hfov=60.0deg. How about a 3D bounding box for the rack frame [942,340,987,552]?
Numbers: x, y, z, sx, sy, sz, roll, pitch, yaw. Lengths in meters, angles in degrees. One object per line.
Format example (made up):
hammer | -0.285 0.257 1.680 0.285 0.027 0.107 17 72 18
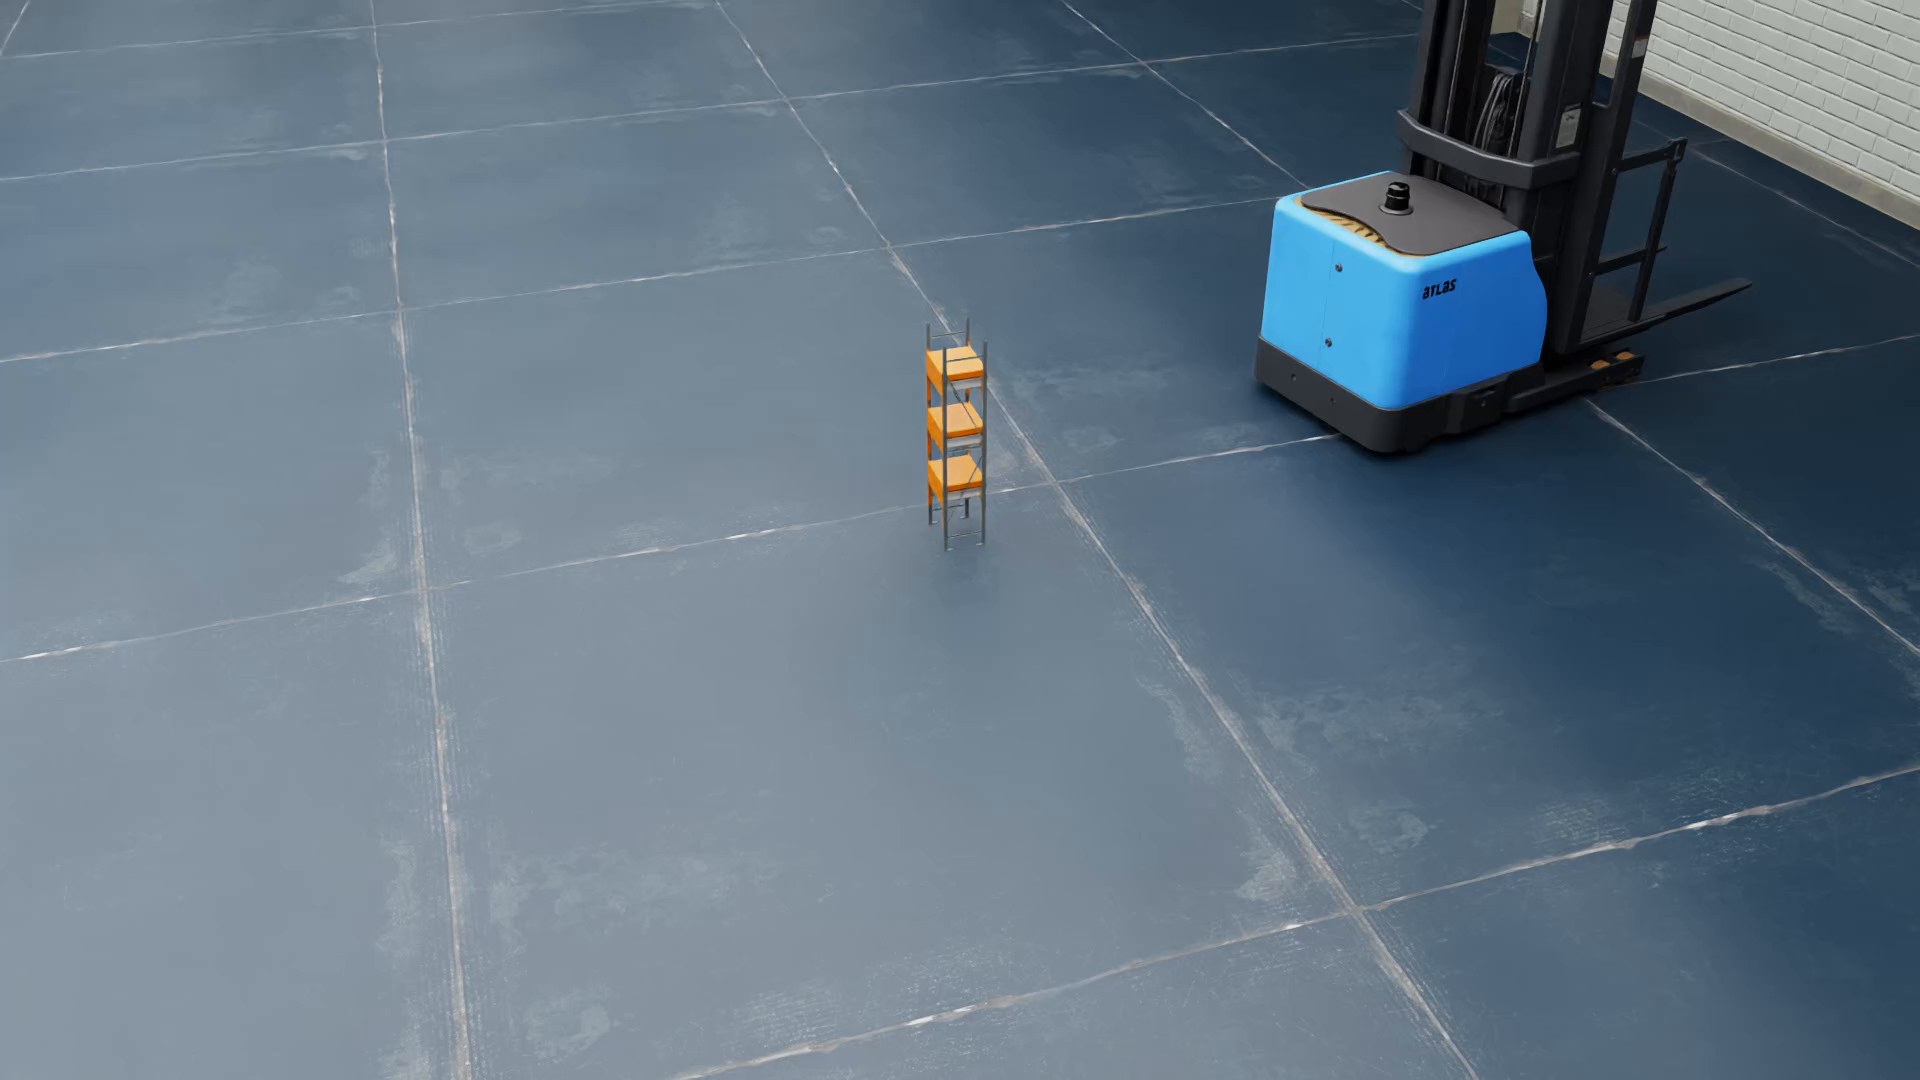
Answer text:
rack frame | 0.021 -0.402 7.406 0.200 1.050 0.008 -10 35 -15

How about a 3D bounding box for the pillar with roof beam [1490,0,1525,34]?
pillar with roof beam | 0.555 -7.527 10.979 9.100 9.000 0.400 -10 35 -15

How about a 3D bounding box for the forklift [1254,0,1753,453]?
forklift | 3.113 -2.253 8.501 3.031 2.935 1.130 -18 38 -25

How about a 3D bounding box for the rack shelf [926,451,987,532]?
rack shelf | -0.016 -0.225 7.662 0.215 0.259 0.240 -10 35 -15

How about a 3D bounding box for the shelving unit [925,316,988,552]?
shelving unit | -0.016 -0.466 7.503 0.215 1.050 0.252 -10 35 -15

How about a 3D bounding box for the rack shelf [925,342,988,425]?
rack shelf | -0.016 -0.694 7.352 0.215 0.259 0.240 -10 35 -15

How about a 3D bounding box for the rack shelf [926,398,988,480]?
rack shelf | -0.016 -0.457 7.509 0.215 0.259 0.240 -10 35 -15

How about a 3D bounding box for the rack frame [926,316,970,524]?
rack frame | -0.054 -0.530 7.600 0.200 1.050 0.008 -10 35 -15
